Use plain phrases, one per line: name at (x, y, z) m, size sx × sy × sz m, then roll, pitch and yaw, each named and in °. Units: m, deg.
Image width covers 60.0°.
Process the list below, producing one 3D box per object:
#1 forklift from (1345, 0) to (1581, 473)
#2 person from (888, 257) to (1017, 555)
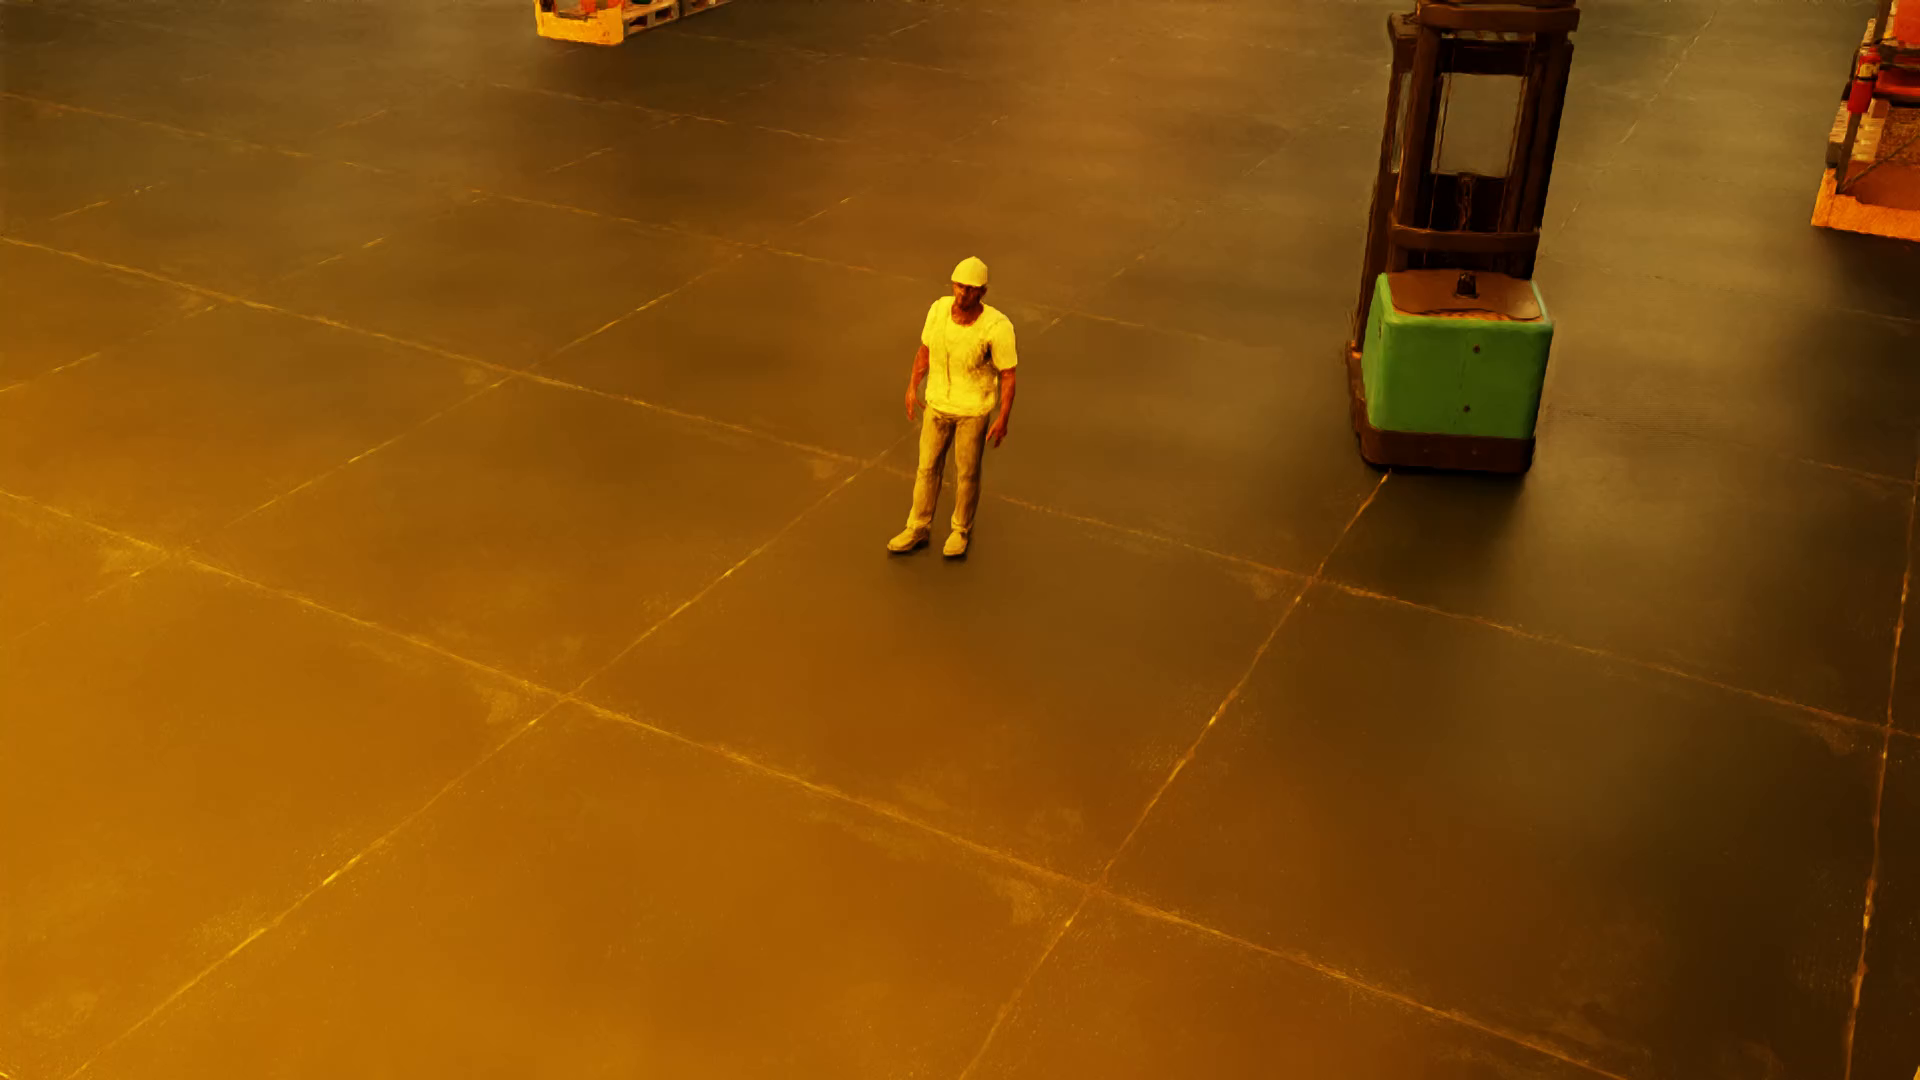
forklift at (3.357, -2.413, 11.251) m, size 1.130 × 2.935 × 3.031 m, roll 4°, pitch 30°, yaw 8°
person at (-0.039, -0.742, 9.507) m, size 0.665 × 1.766 × 0.576 m, roll 15°, pitch 33°, yaw 25°
